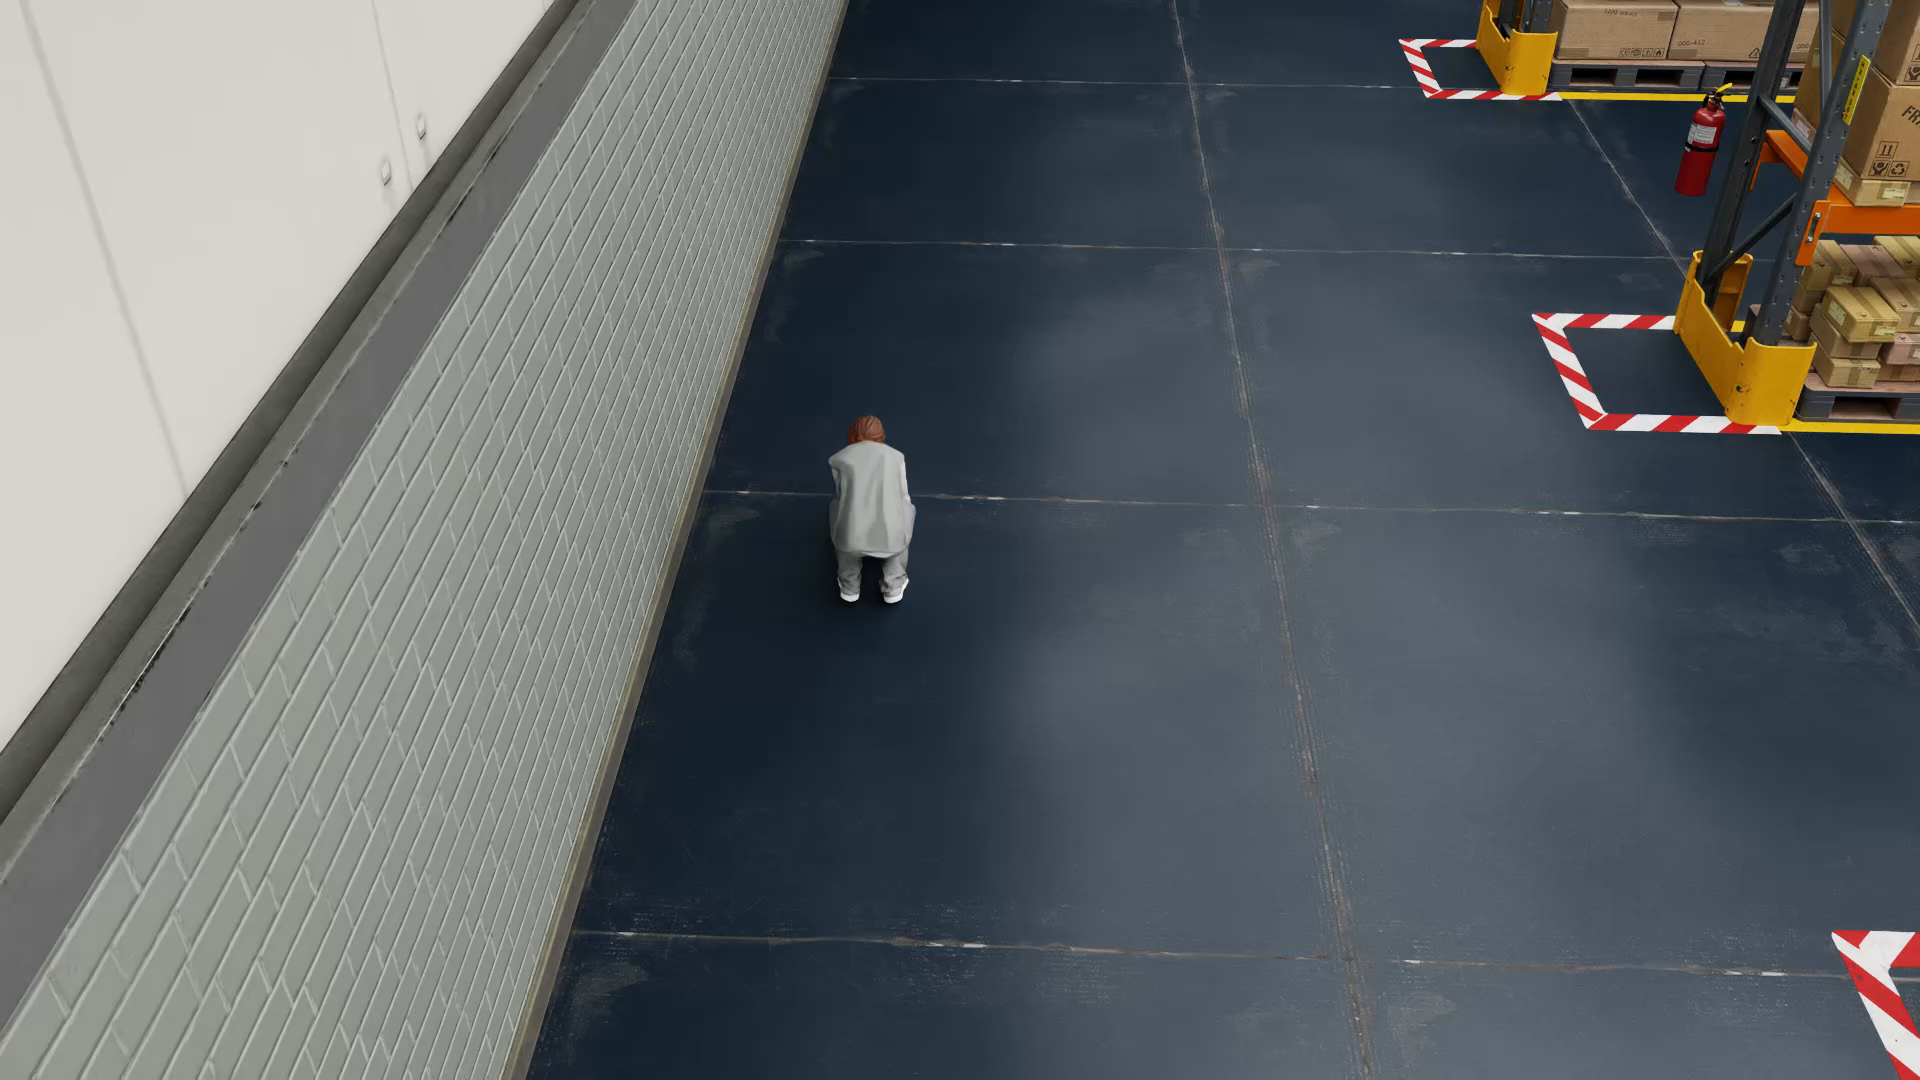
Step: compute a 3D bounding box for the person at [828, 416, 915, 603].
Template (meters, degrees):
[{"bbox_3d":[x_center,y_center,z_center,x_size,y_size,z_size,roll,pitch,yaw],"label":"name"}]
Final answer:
[{"bbox_3d":[-0.429,-0.109,8.077,0.423,0.722,0.851,1,36,1],"label":"person"}]
